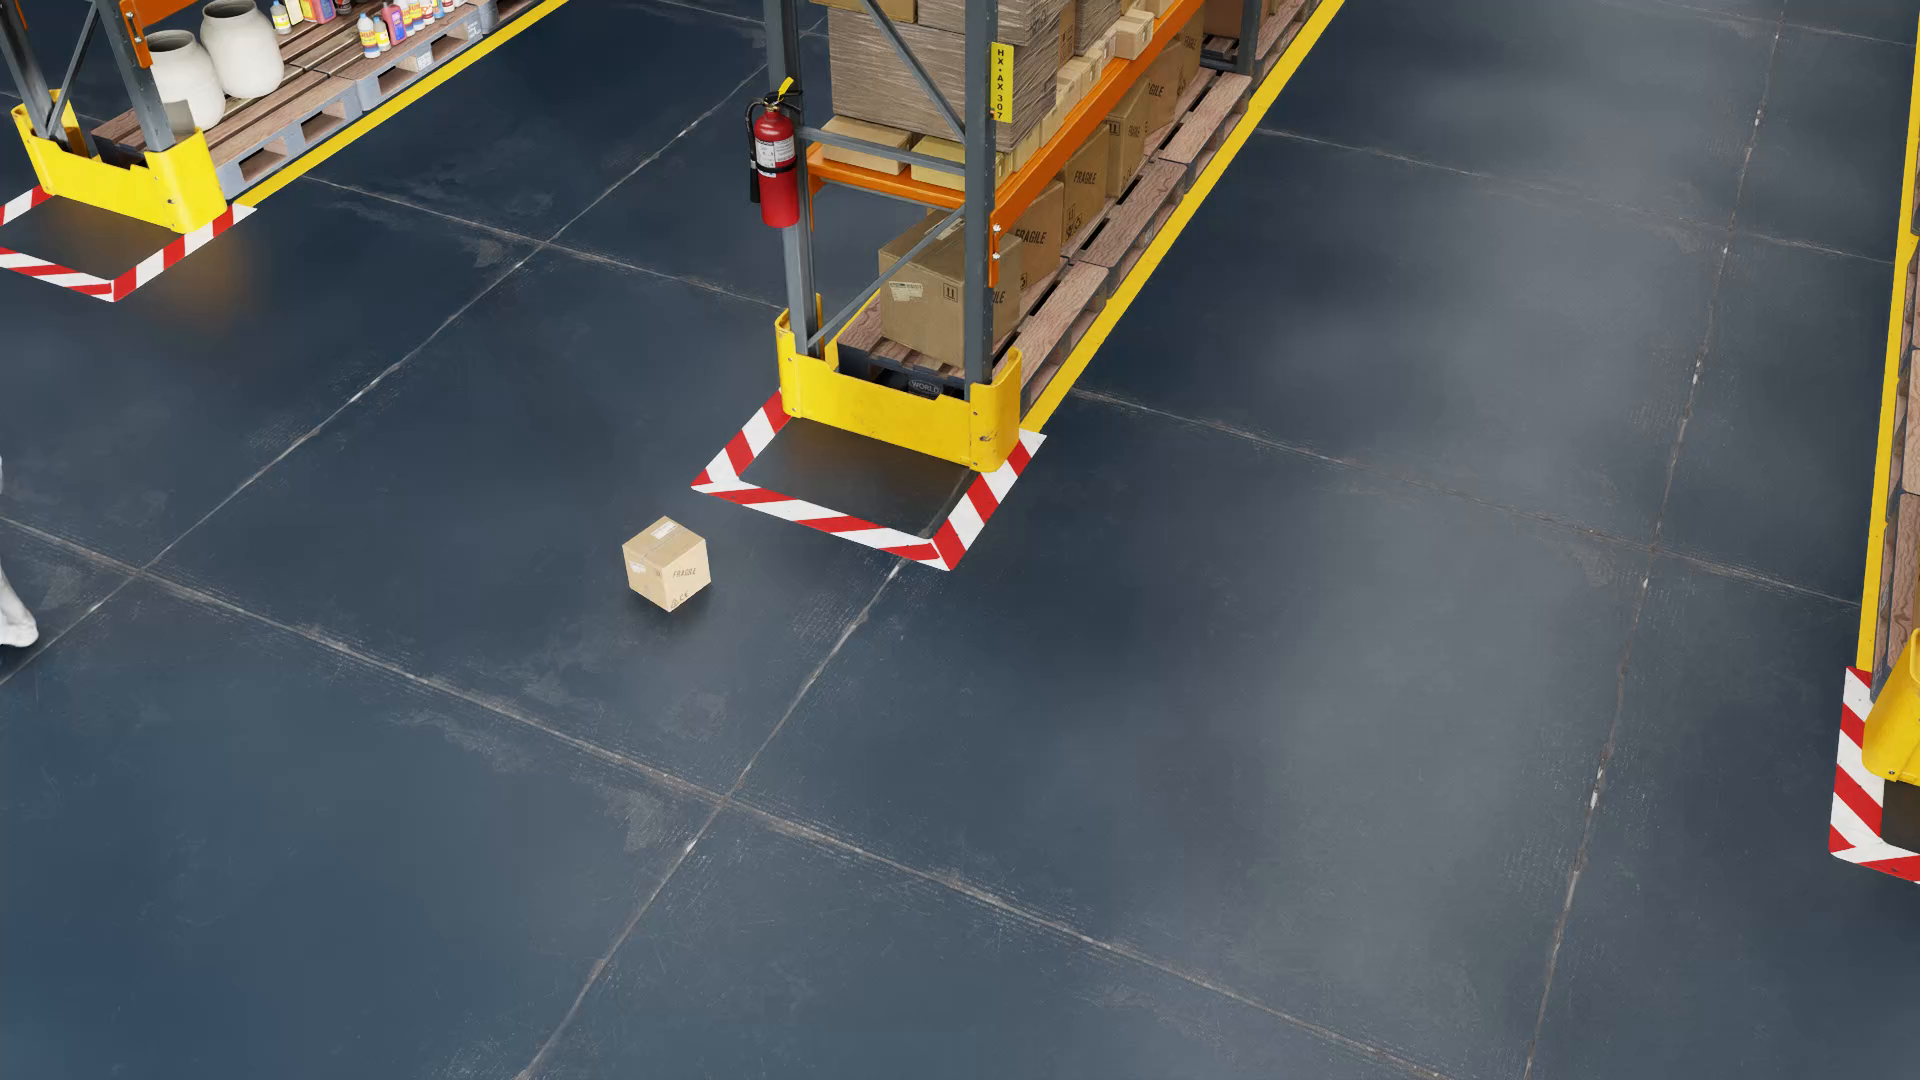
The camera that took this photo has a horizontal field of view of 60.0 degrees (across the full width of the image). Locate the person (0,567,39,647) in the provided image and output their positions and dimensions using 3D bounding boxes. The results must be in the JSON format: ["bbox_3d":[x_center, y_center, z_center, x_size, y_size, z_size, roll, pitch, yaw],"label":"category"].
[{"bbox_3d":[-4.112,-0.174,6.362,0.576,1.843,0.538,-1,42,-1],"label":"person"}]
